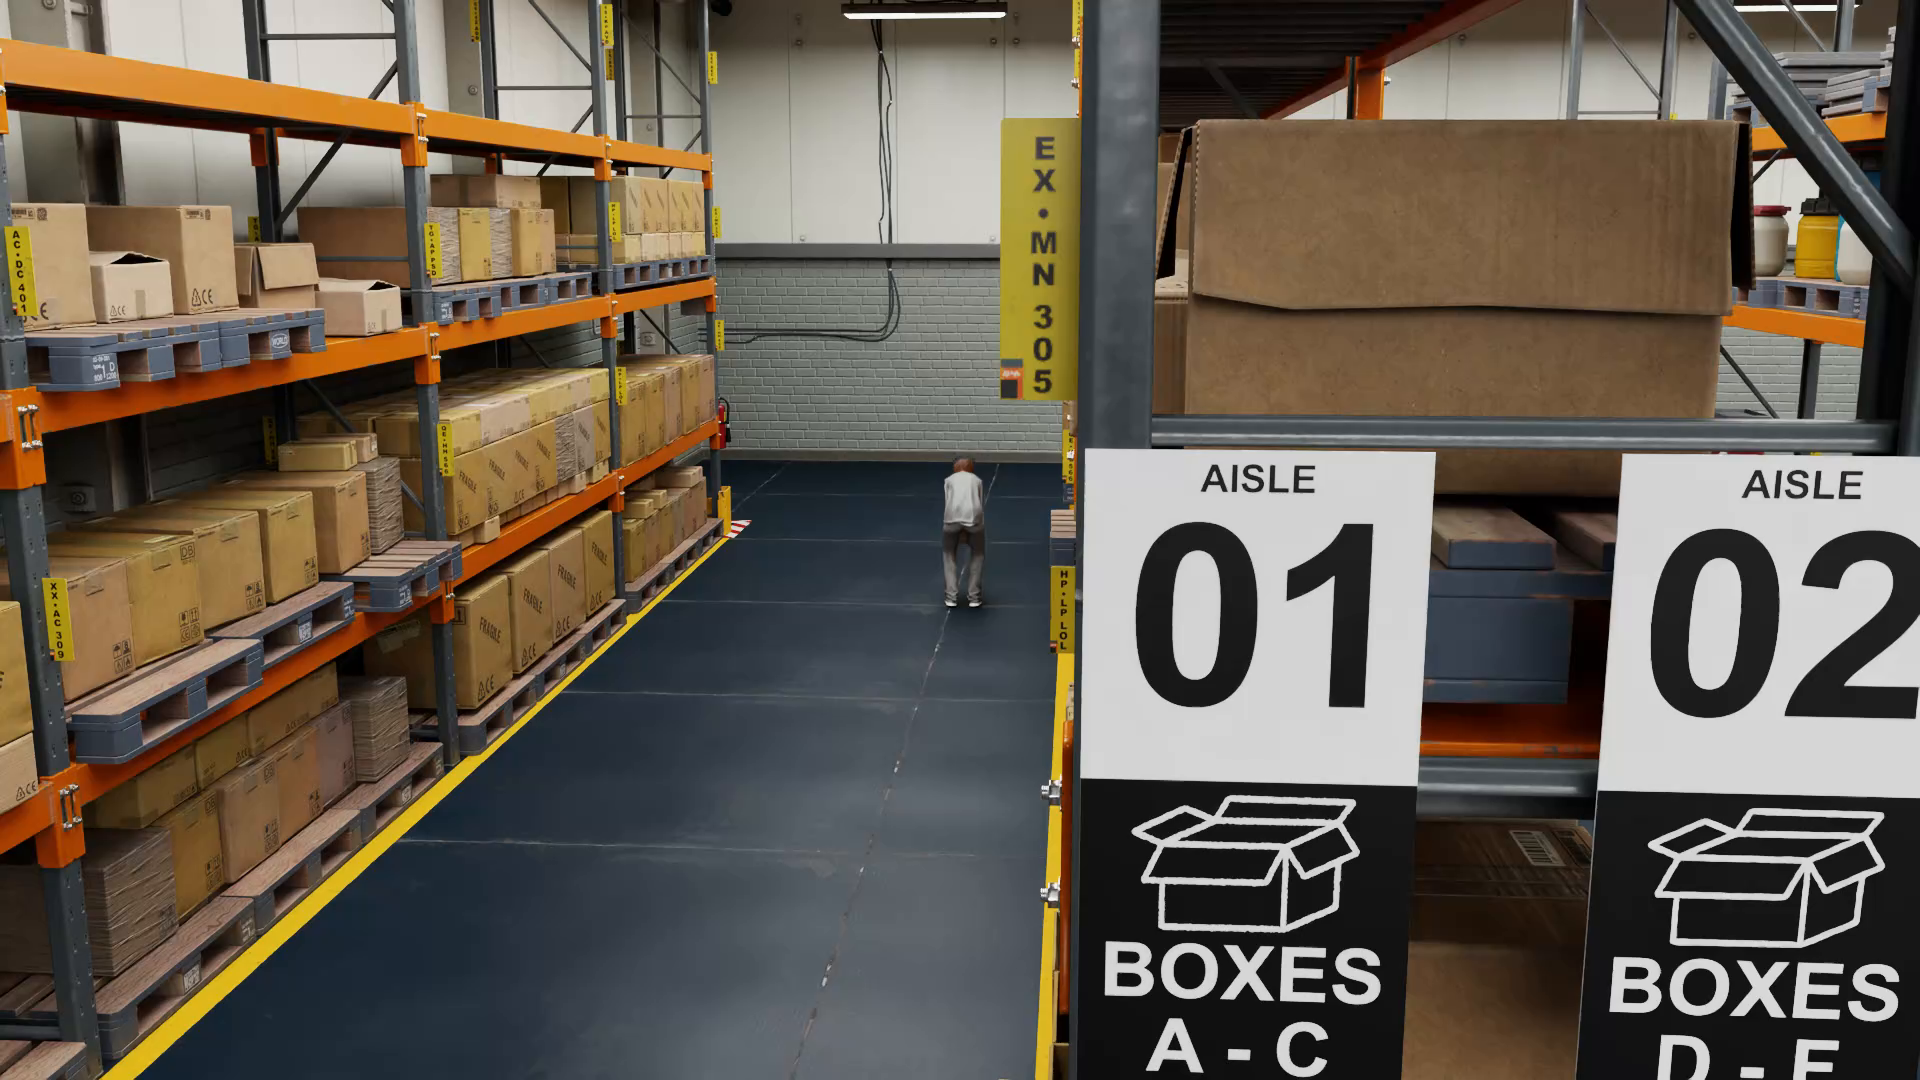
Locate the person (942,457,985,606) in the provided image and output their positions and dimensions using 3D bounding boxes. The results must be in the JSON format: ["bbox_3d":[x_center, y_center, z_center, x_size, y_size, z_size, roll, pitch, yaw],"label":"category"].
[{"bbox_3d":[0.039,-0.072,15.138,0.385,1.293,0.780,0,11,2],"label":"person"}]
